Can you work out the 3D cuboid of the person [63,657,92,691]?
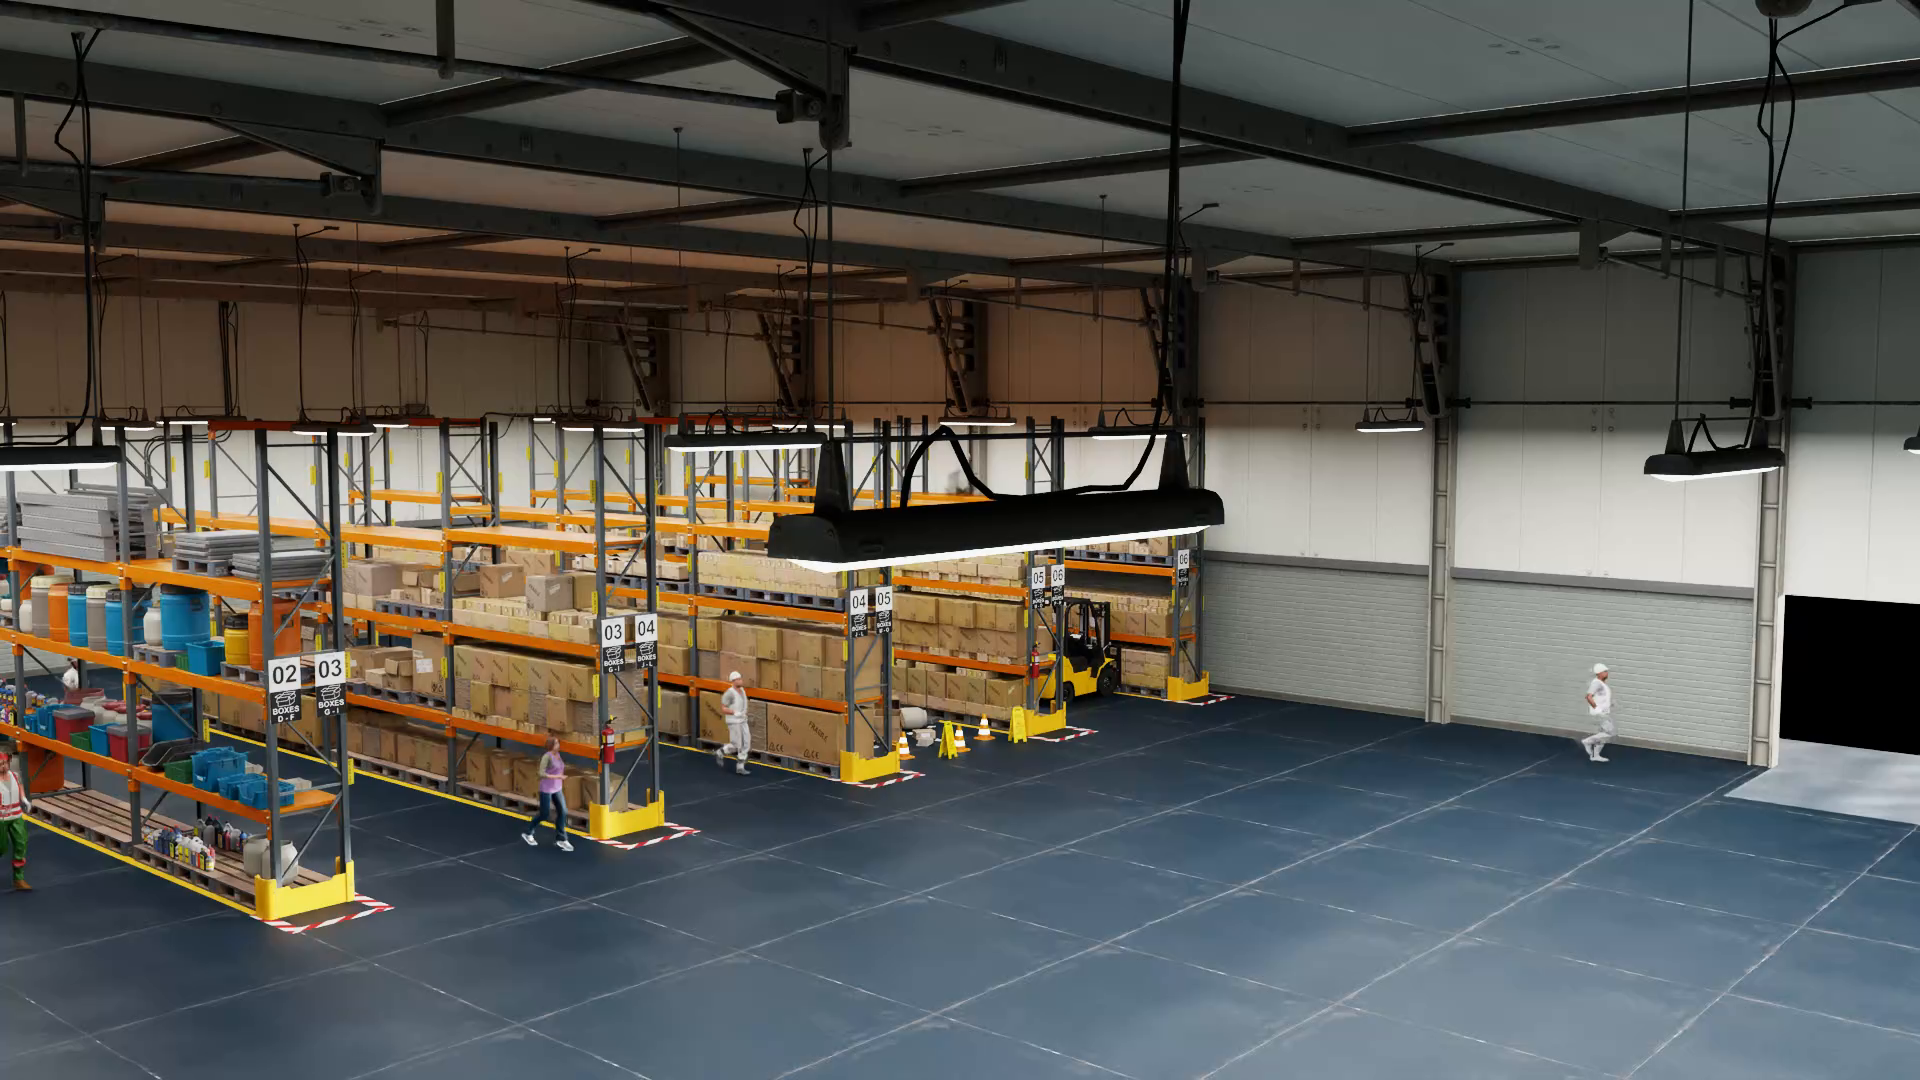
[{"bbox_3d":[-16.216,2.958,30.585,0.746,1.751,0.554,3,6,33],"label":"person"}]

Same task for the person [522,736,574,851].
[{"bbox_3d":[-5.831,3.575,23.553,0.779,1.624,0.545,2,5,20],"label":"person"}]

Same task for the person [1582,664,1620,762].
[{"bbox_3d":[11.278,3.038,29.244,0.596,1.734,0.687,2,5,26],"label":"person"}]

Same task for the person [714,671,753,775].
[{"bbox_3d":[-3.840,3.105,28.313,0.720,1.750,0.653,3,5,29],"label":"person"}]

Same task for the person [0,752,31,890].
[{"bbox_3d":[-12.471,3.649,21.732,0.957,1.774,0.671,3,6,33],"label":"person"}]
